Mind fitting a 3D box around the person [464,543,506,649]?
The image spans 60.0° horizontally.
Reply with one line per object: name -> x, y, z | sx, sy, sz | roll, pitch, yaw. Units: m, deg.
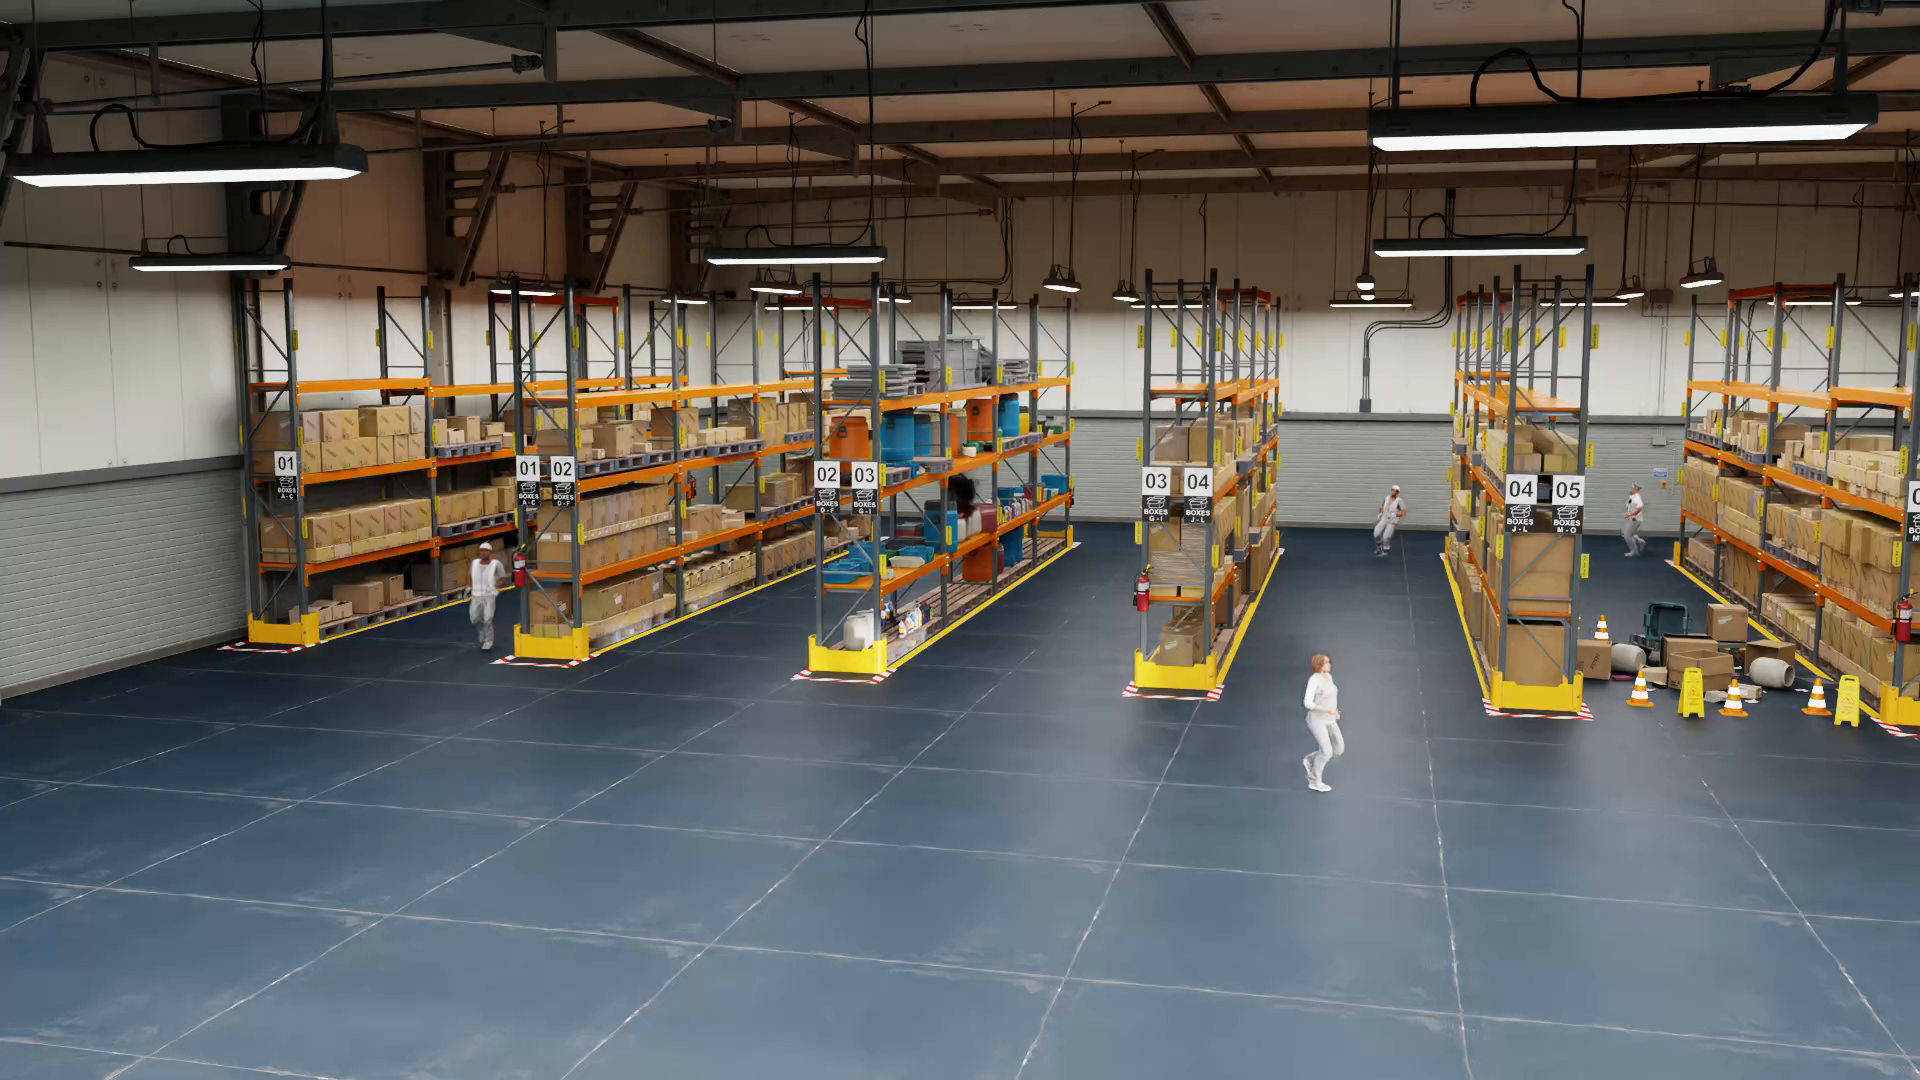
person -> -7.715, 0.911, 26.961 | 0.675, 1.722, 0.560 | 0, 7, 3

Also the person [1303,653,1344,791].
person -> 4.037, 2.023, 18.478 | 0.552, 1.553, 0.530 | 6, 9, 42

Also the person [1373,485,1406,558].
person -> 9.816, -0.413, 38.109 | 0.739, 1.703, 0.551 | 7, 9, 44

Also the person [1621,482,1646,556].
person -> 15.665, -0.477, 38.587 | 0.552, 1.743, 0.693 | 2, 7, 18
